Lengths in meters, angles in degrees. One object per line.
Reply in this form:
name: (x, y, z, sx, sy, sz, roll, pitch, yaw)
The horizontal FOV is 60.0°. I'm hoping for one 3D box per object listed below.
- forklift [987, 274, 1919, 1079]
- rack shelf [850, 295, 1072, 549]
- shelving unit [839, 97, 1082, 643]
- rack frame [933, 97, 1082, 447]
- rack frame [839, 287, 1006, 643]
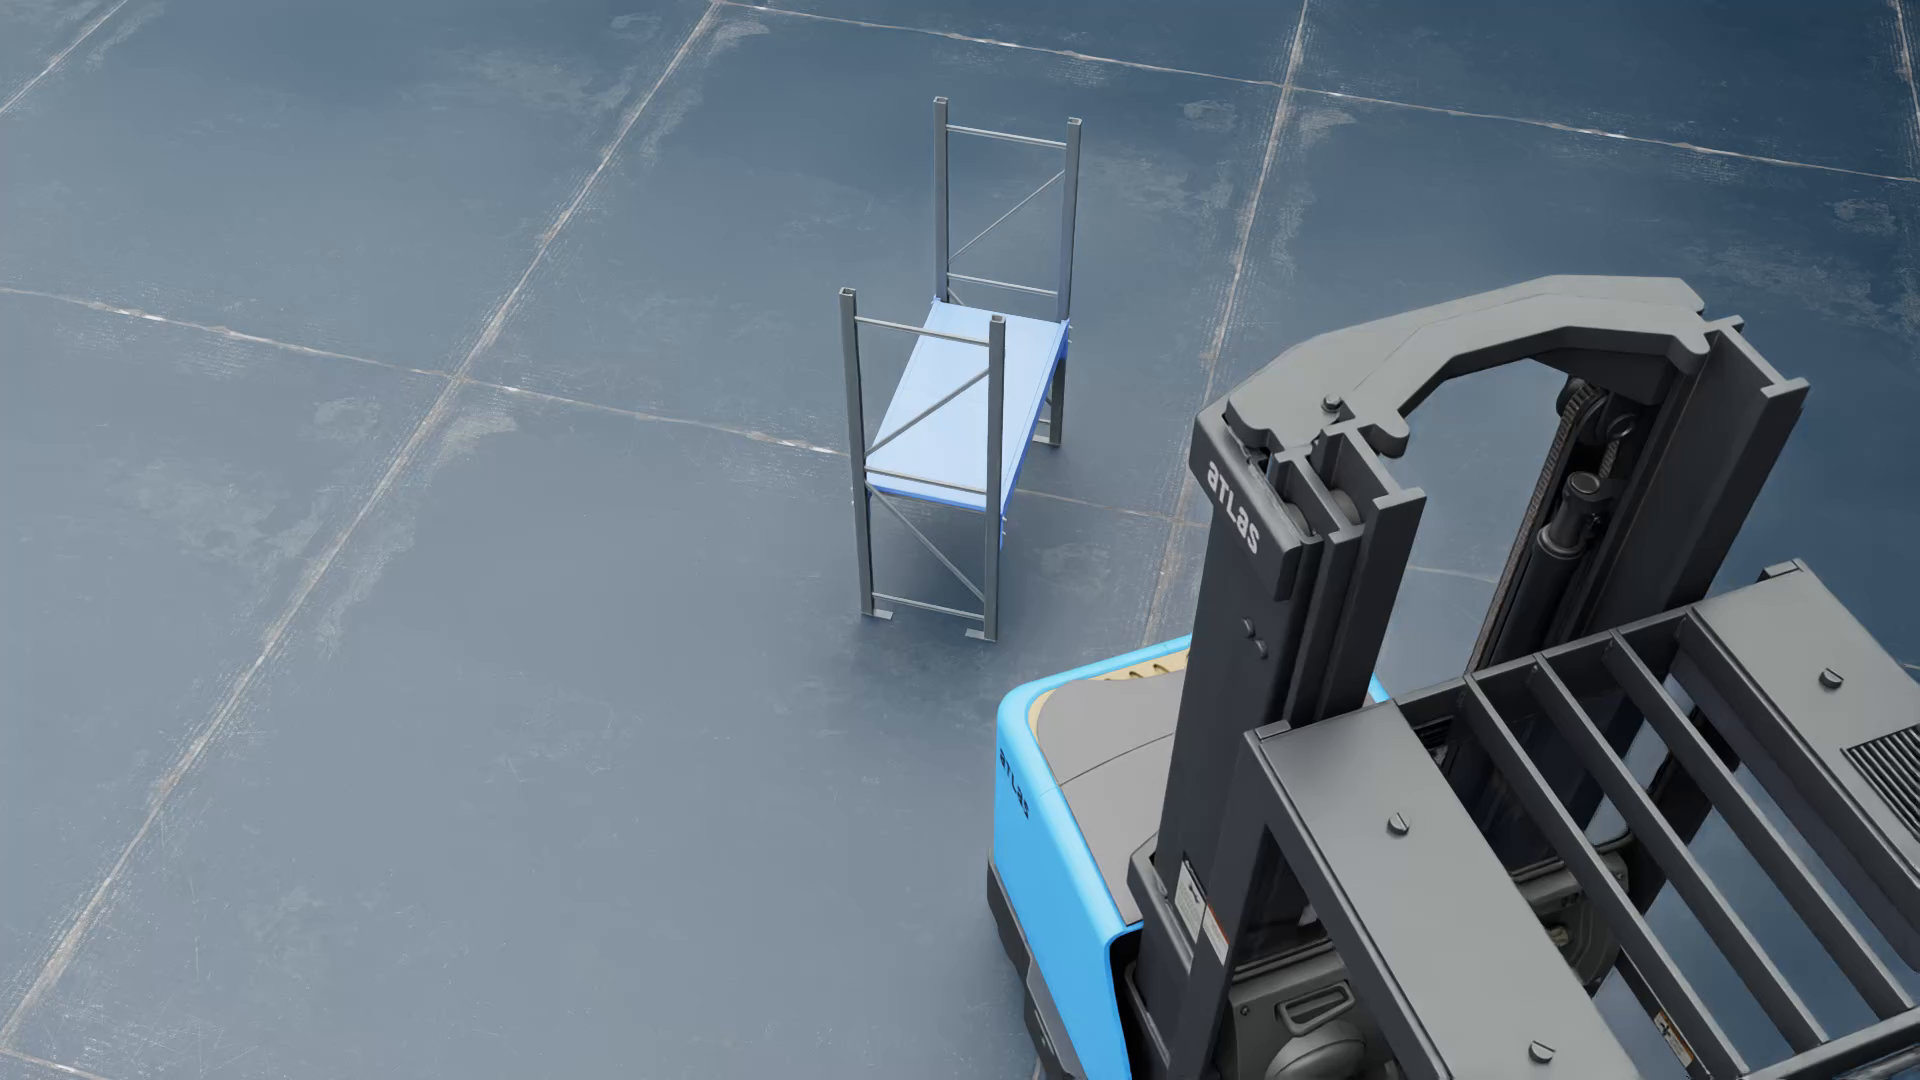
forklift: (1.066, 1.063, 3.357, 1.130, 2.935, 3.031, -15, 50, -13)
rack shelf: (0.022, -0.439, 5.877, 0.538, 0.185, 1.000, 12, 50, 10)
shelving unit: (0.022, -0.558, 5.742, 0.538, 1.500, 1.048, 12, 50, 10)
rack frame: (0.156, -0.926, 6.067, 0.500, 1.500, 0.032, 12, 50, 10)
rack frame: (-0.111, -0.190, 5.418, 0.500, 1.500, 0.032, 12, 50, 10)
